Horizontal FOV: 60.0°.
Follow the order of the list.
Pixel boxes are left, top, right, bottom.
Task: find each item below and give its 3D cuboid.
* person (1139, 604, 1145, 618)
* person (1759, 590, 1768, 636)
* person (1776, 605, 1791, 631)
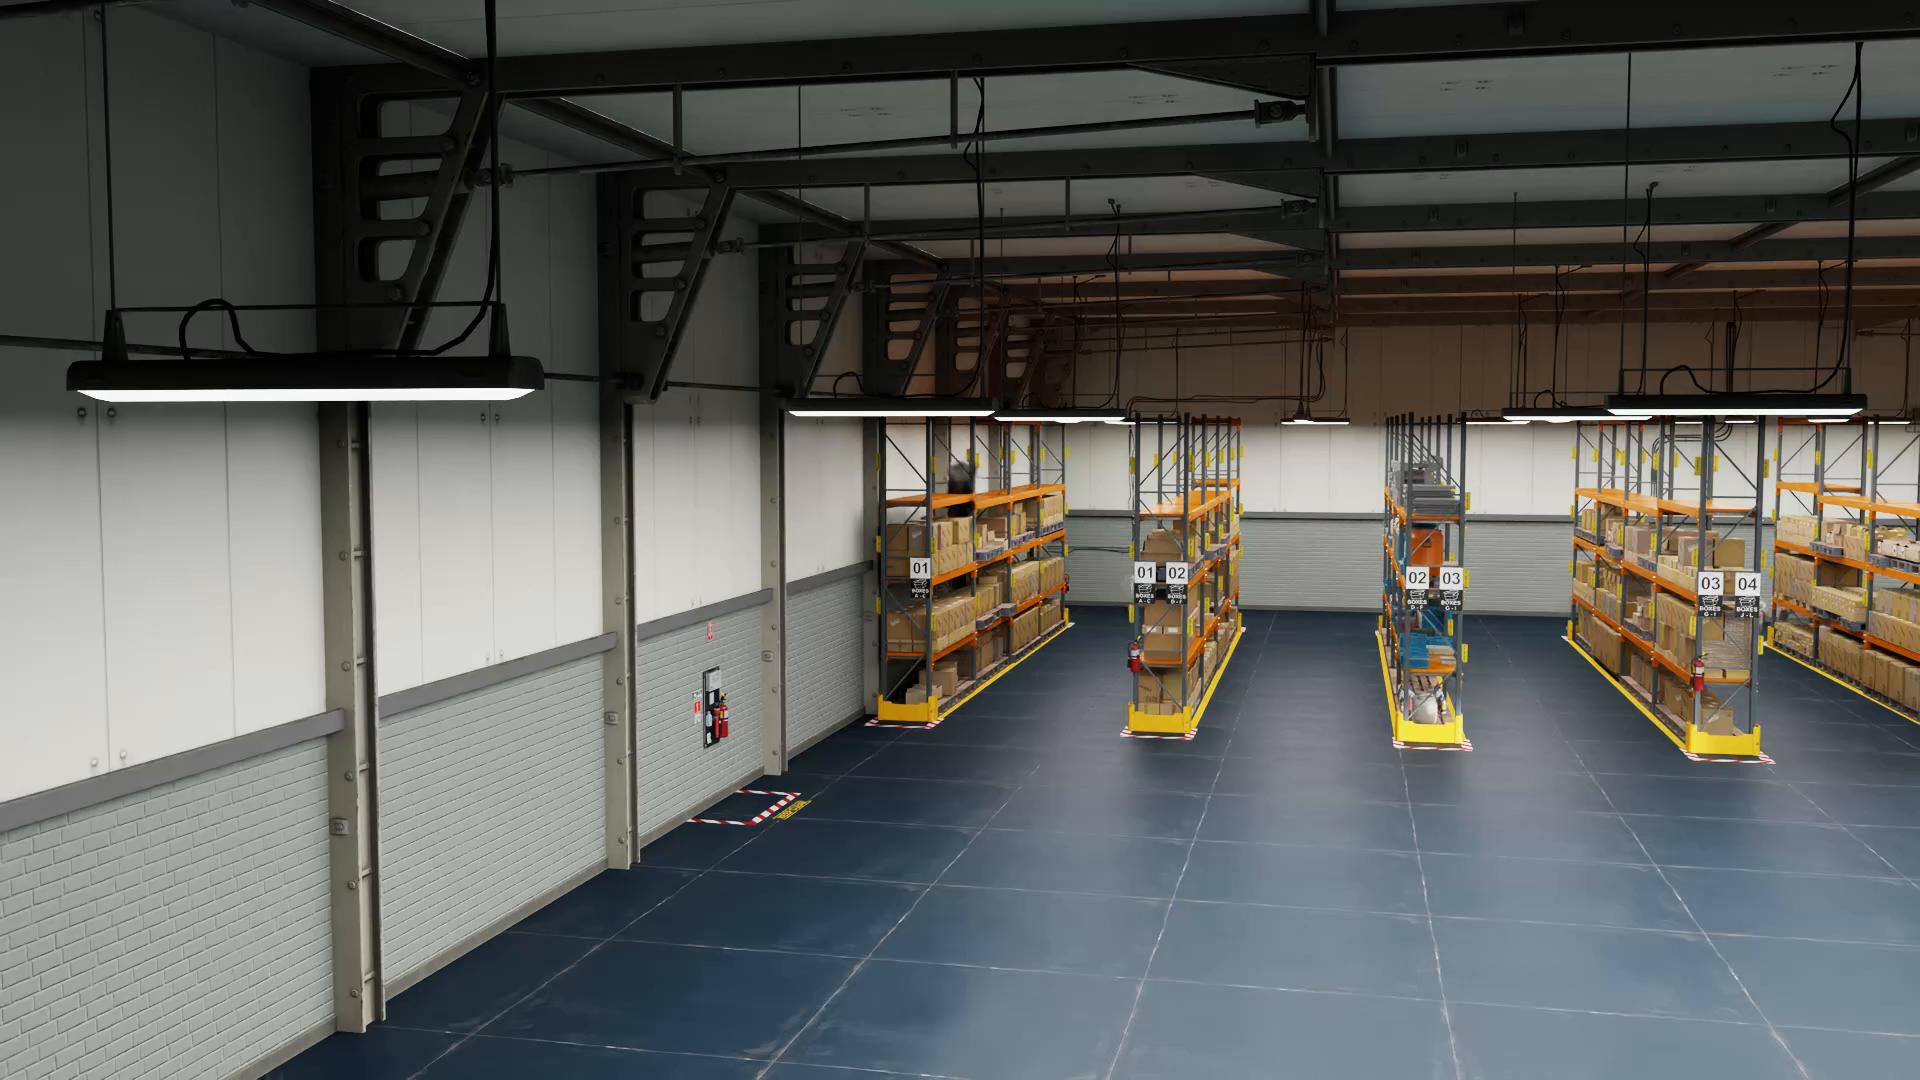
[{"bbox_3d":[5.575,1.606,50.000,0.646,1.491,0.748,-2,5,-32],"label":"person"},{"bbox_3d":[19.558,2.078,40.951,0.630,1.784,0.701,1,4,9],"label":"person"},{"bbox_3d":[22.166,1.884,44.665,0.742,1.638,0.628,2,4,24],"label":"person"}]
